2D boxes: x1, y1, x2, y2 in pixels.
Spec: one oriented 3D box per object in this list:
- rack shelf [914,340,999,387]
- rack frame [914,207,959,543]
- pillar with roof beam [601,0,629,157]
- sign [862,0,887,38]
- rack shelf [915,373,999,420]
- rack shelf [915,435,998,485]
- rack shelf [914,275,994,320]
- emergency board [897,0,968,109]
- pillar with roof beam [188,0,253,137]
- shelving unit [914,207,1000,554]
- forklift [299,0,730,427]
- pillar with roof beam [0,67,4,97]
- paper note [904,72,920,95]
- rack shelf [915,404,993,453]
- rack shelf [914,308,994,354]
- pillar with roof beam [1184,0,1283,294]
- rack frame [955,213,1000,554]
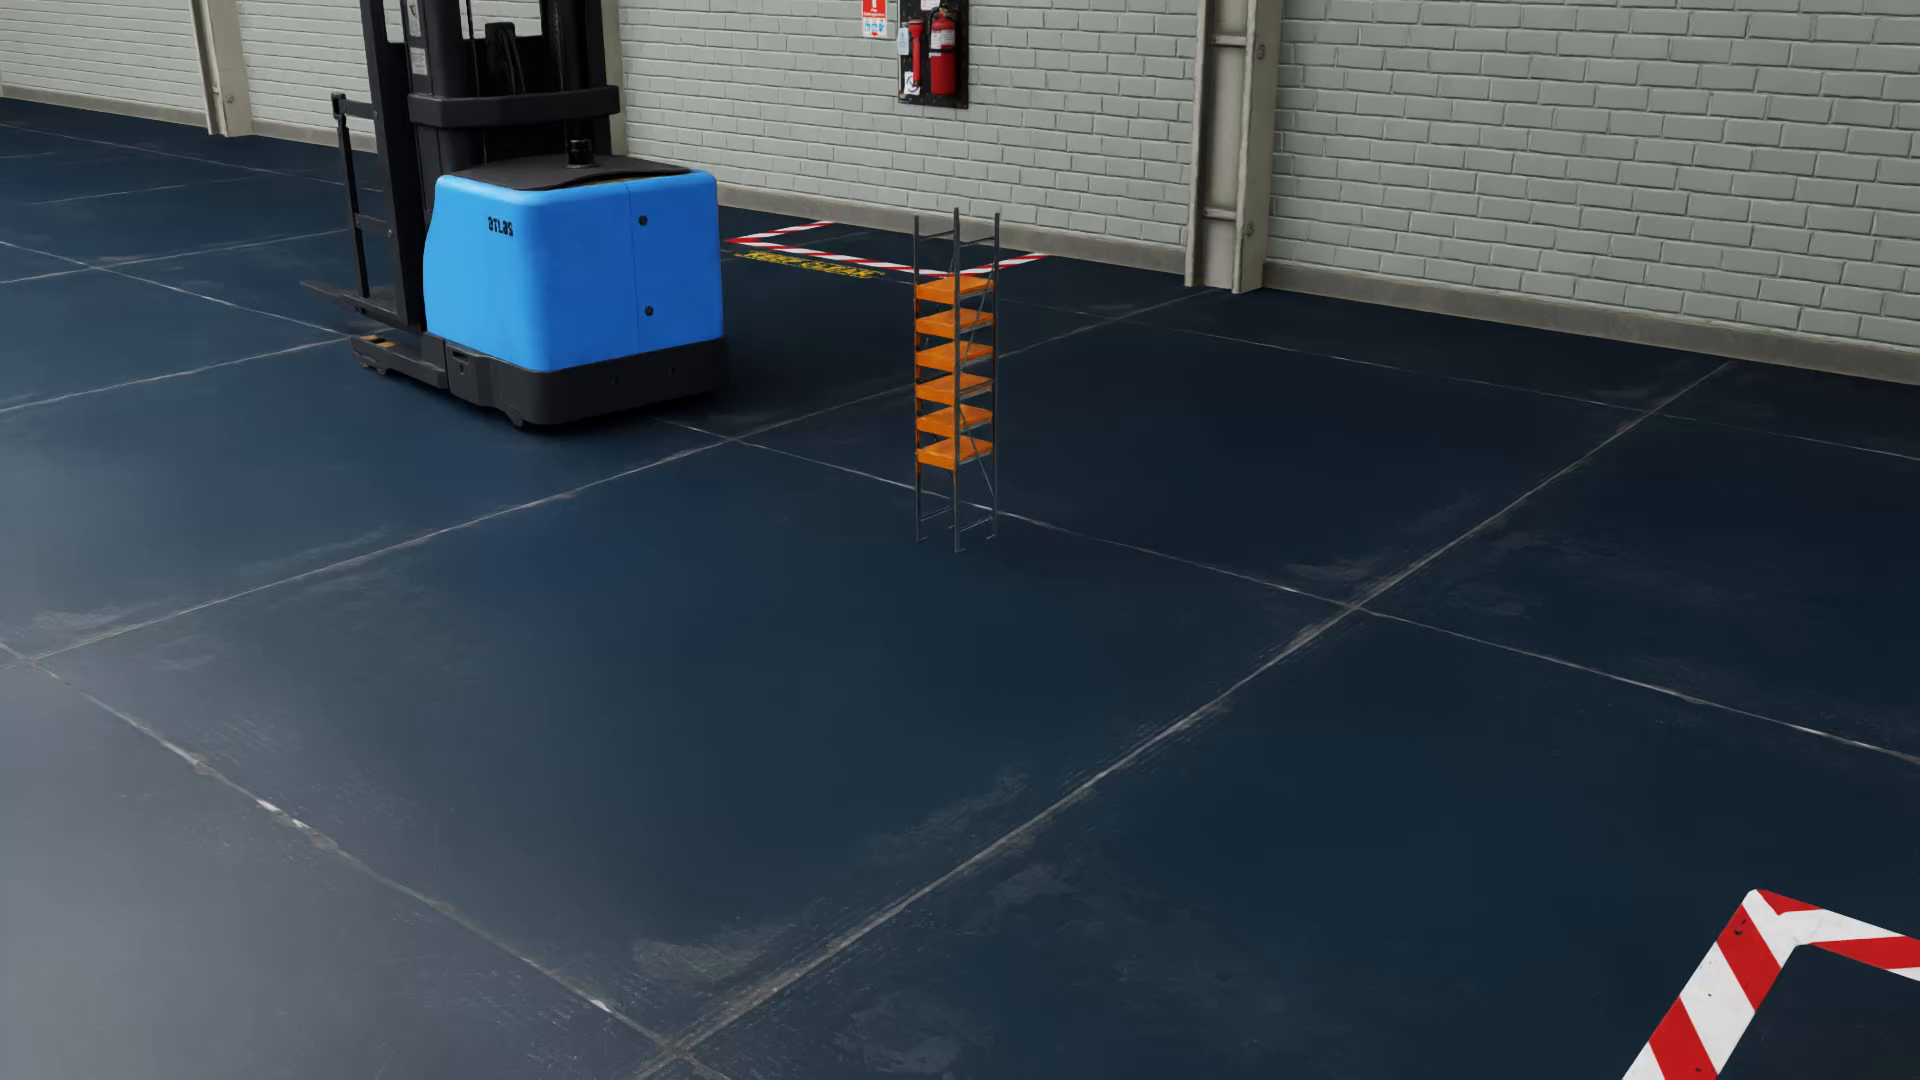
[{"bbox_3d":[-0.011,-0.635,5.938,0.180,0.103,0.258,16,26,36],"label":"rack shelf"},{"bbox_3d":[-0.082,-0.585,6.019,0.006,1.200,0.240,16,26,36],"label":"rack frame"},{"bbox_3d":[-5.723,-5.960,9.218,0.400,9.000,9.100,16,26,36],"label":"pillar with roof beam"},{"bbox_3d":[-0.606,-3.721,11.733,0.234,0.329,0.001,16,26,36],"label":"sign"},{"bbox_3d":[-0.011,-0.523,5.981,0.180,0.103,0.258,16,26,36],"label":"rack shelf"},{"bbox_3d":[-0.011,-0.298,6.065,0.180,0.103,0.258,16,26,36],"label":"rack shelf"},{"bbox_3d":[-0.011,-0.860,5.854,0.180,0.103,0.258,16,26,36],"label":"rack shelf"},{"bbox_3d":[-0.243,-3.552,11.337,0.643,1.169,0.194,16,26,36],"label":"emergency board"},{"bbox_3d":[-10.371,-7.298,12.768,0.400,9.000,9.100,16,26,36],"label":"pillar with roof beam"},{"bbox_3d":[-0.011,-0.565,5.965,0.189,1.200,0.258,16,26,36],"label":"shelving unit"},{"bbox_3d":[-2.466,-2.312,8.144,1.130,2.935,3.031,-18,27,-39],"label":"forklift"},{"bbox_3d":[-15.019,-8.637,16.318,0.400,9.000,9.100,16,26,36],"label":"pillar with roof beam"},{"bbox_3d":[-0.336,-3.199,11.648,0.142,0.148,0.016,16,26,36],"label":"paper note"},{"bbox_3d":[-0.011,-0.411,6.023,0.180,0.103,0.258,16,26,36],"label":"rack shelf"},{"bbox_3d":[-0.011,-0.748,5.896,0.180,0.103,0.258,16,26,36],"label":"rack shelf"},{"bbox_3d":[-1.074,-4.621,5.669,0.400,9.000,9.100,16,26,36],"label":"pillar with roof beam"},{"bbox_3d":[0.060,-0.544,5.911,0.006,1.200,0.240,16,26,36],"label":"rack frame"}]
